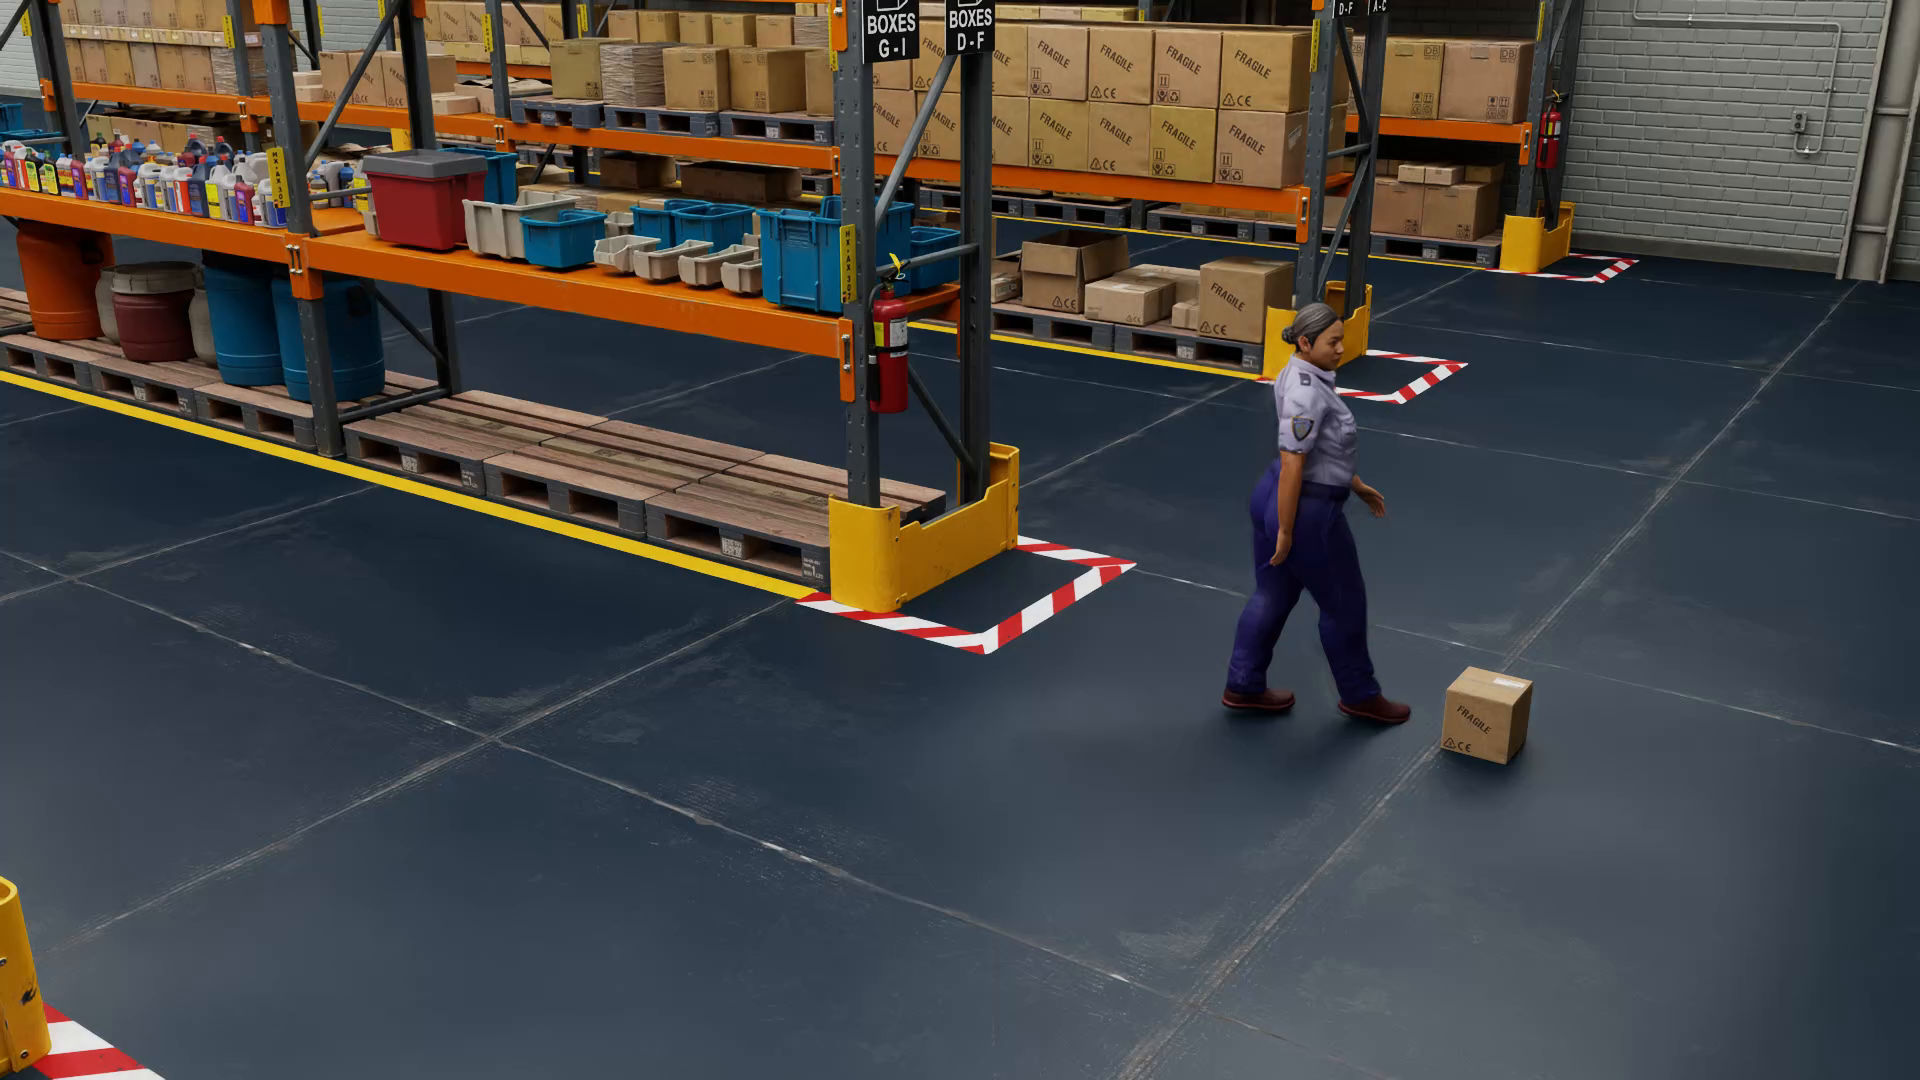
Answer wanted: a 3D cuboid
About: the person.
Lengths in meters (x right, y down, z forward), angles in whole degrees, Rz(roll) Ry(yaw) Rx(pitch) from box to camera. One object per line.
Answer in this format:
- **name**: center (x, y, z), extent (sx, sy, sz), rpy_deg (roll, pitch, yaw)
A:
- **person**: center (1.404, -0.092, 6.335), extent (0.735, 1.647, 0.476), rpy_deg (-2, 20, -6)
